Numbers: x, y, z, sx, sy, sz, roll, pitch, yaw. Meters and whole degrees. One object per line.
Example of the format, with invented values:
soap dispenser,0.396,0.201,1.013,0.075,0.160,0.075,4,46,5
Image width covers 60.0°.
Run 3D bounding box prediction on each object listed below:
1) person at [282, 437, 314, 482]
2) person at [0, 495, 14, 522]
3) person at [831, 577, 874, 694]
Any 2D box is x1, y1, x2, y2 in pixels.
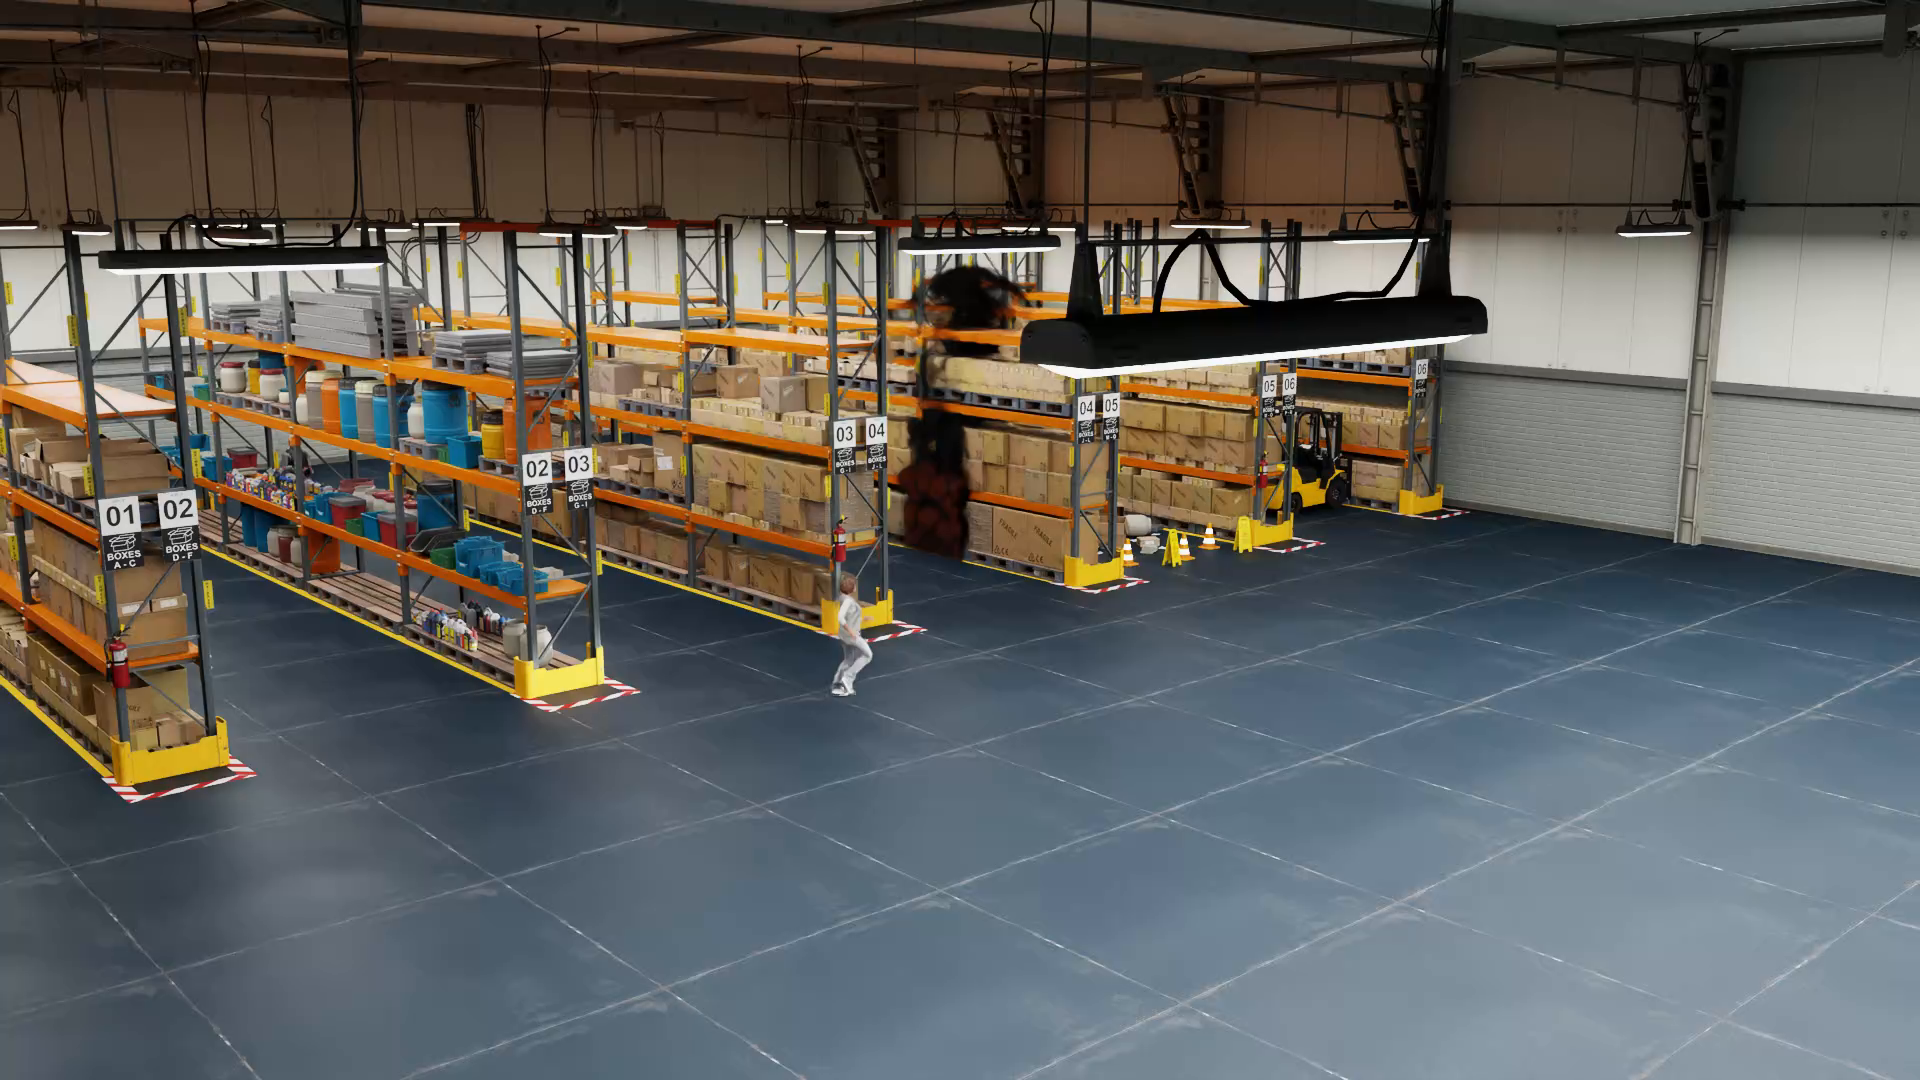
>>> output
person,-13.456,-1.269,33.882,0.612,1.671,0.667,11,16,44
person,-18.086,-0.771,31.487,0.577,1.672,0.687,5,13,24
person,-1.397,1.252,21.644,0.605,1.563,0.513,-4,12,-20
